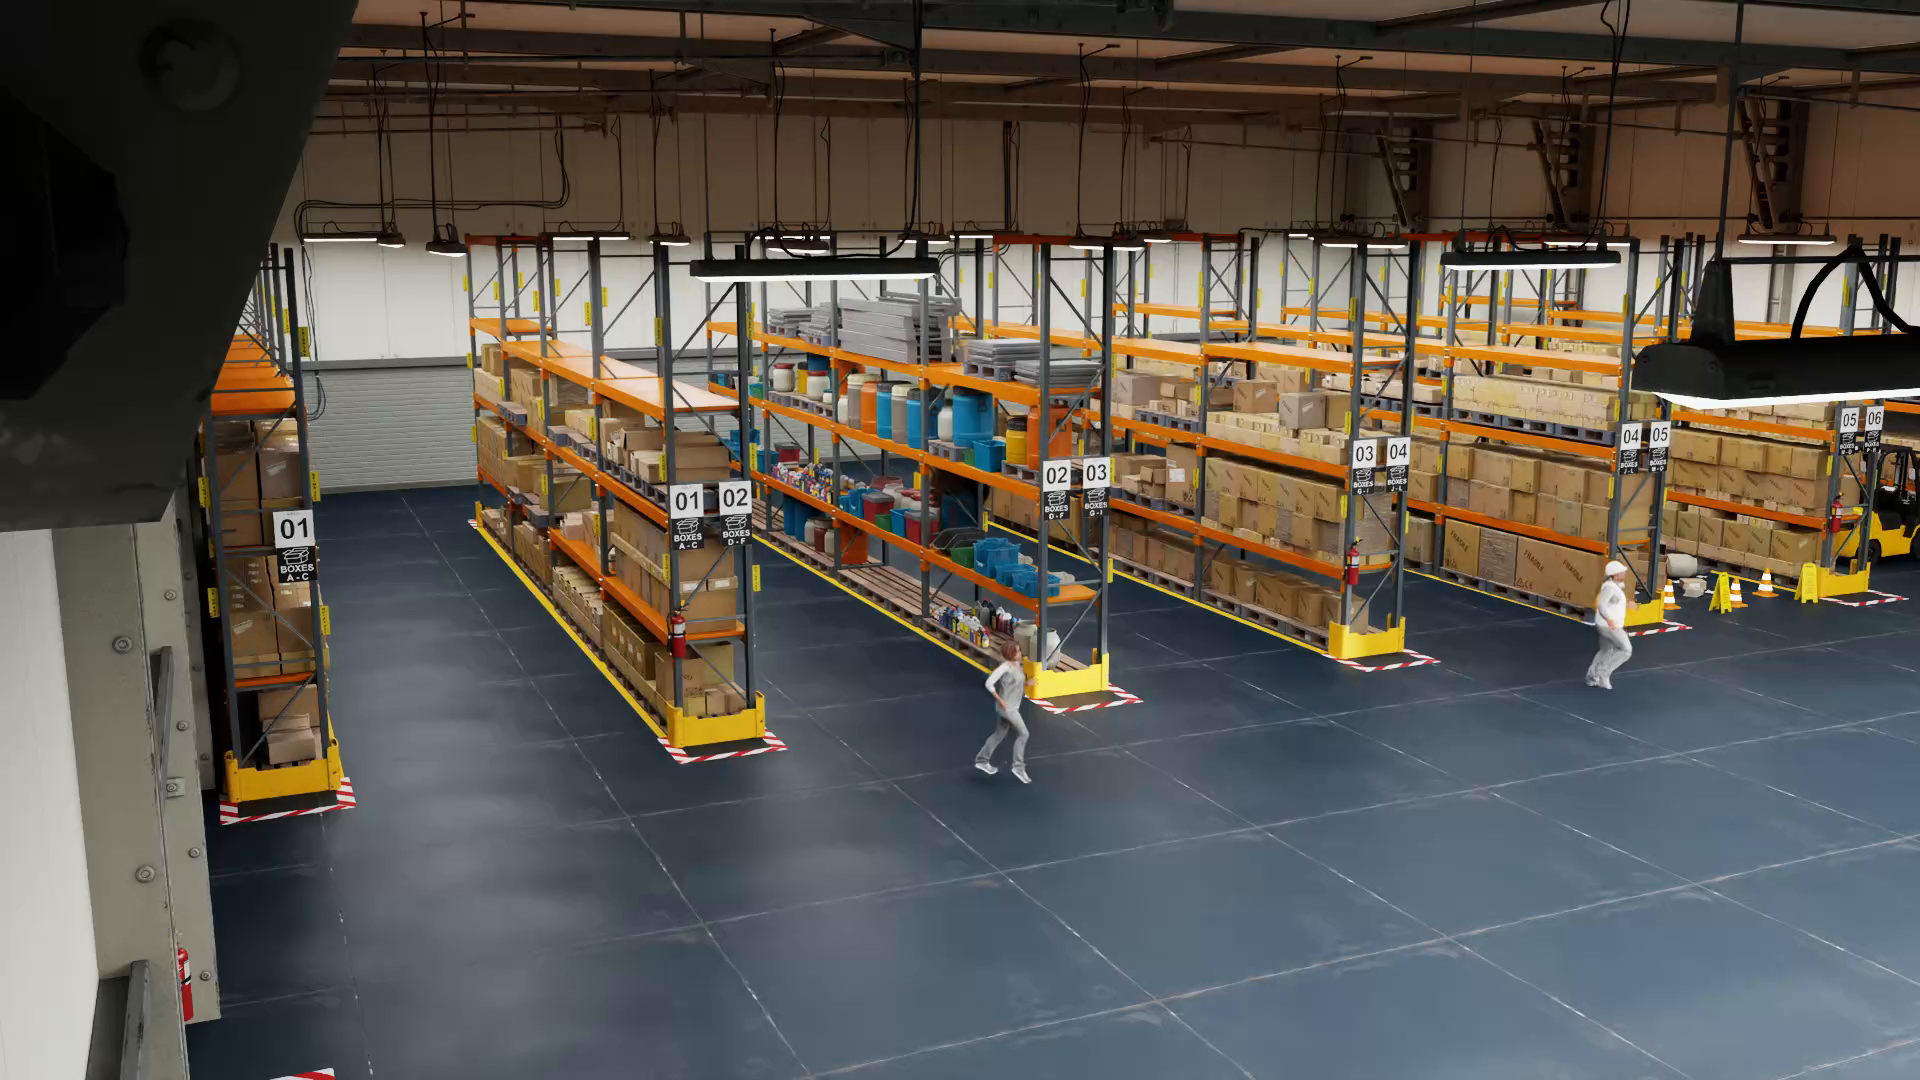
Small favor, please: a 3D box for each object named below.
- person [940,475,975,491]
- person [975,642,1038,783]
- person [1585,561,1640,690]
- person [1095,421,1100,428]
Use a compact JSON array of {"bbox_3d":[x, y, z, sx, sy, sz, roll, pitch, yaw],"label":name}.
[{"bbox_3d":[0.059,-0.585,31.522,0.670,1.787,0.847,-8,13,-35],"label":"person"},{"bbox_3d":[0.528,1.953,18.924,0.721,1.647,0.492,1,11,7],"label":"person"},{"bbox_3d":[8.889,1.149,22.598,0.660,1.752,0.636,2,11,10],"label":"person"},{"bbox_3d":[3.615,-2.486,41.677,0.891,1.681,0.647,-5,12,-26],"label":"person"}]
